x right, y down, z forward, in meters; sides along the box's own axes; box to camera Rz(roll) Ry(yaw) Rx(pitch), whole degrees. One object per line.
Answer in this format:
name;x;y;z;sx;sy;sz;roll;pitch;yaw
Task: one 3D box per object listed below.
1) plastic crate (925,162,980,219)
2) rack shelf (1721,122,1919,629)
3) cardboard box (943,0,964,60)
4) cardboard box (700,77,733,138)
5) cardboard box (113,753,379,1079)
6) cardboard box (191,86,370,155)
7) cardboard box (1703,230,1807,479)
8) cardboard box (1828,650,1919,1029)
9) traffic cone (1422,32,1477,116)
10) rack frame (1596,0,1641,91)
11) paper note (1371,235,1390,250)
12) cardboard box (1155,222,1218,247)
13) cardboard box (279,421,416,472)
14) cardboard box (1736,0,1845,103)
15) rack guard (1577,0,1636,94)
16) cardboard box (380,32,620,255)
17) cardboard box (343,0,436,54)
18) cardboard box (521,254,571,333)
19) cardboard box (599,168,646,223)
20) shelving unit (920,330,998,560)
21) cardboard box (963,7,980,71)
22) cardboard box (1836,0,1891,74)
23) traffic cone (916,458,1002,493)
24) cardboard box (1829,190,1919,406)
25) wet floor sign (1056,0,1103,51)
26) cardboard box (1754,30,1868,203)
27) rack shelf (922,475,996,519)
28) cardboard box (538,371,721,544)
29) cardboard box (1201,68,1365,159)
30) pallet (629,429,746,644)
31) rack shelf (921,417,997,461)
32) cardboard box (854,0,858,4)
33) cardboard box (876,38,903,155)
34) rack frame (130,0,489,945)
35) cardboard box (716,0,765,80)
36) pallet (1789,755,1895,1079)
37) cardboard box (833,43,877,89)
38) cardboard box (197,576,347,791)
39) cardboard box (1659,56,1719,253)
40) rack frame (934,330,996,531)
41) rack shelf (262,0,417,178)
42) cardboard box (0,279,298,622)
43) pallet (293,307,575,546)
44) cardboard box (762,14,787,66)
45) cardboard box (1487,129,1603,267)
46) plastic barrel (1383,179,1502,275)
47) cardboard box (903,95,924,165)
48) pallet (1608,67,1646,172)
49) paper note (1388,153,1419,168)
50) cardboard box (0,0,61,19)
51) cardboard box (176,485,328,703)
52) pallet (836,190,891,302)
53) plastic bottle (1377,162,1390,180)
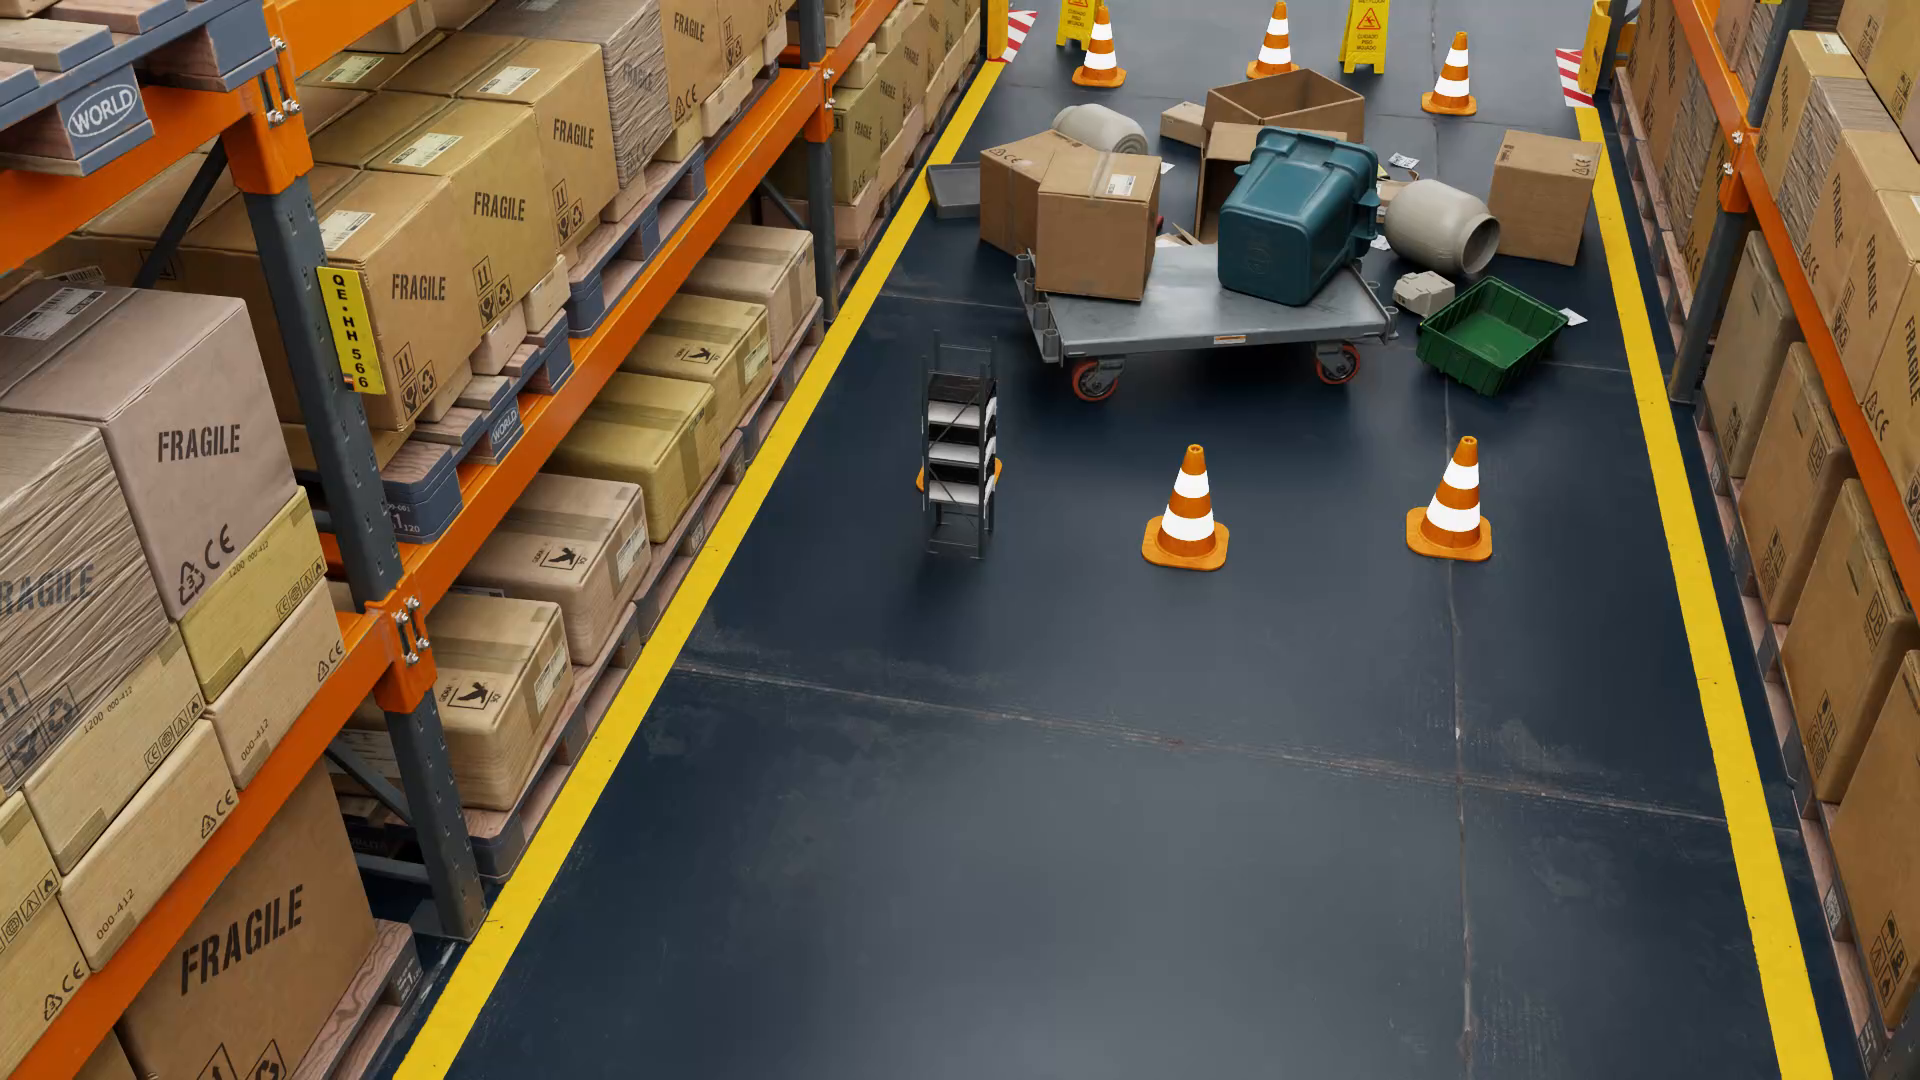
plastic crate;0.031;-1.991;9.429;0.402;0.080;0.583;-5;36;-6
rack shelf;3.325;-0.376;5.325;1.077;0.370;4.000;7;37;10
cardboard box;-0.276;-3.238;10.008;0.500;0.500;0.500;9;37;12
cardboard box;-1.090;-1.667;6.350;0.380;0.149;0.250;8;37;10
cardboard box;-2.189;0.993;4.277;0.875;0.875;0.875;7;37;10
cardboard box;-2.035;-1.007;4.887;0.500;0.500;0.500;7;36;9
cardboard box;3.707;-0.706;6.727;1.050;0.750;0.750;7;37;10
cardboard box;3.115;0.883;4.535;1.050;0.750;0.750;7;36;9
traffic cone;3.105;-2.953;10.430;0.336;0.463;0.334;7;37;10
rack frame;4.606;-4.107;9.860;1.000;3.000;0.127;7;37;10
paper note;2.254;-1.616;8.961;0.172;0.023;0.155;20;41;26
cardboard box;1.165;-1.467;8.548;0.258;0.266;0.396;-17;39;-22
cardboard box;-1.709;-0.314;4.484;0.380;0.149;0.250;5;36;7
cardboard box;3.819;-2.087;6.946;0.875;0.550;0.550;7;37;10
rack guard;4.611;-3.109;10.613;1.175;0.500;0.348;7;37;10
cardboard box;-1.426;-1.248;5.219;0.500;0.500;0.500;8;37;11
cardboard box;-1.886;-1.650;5.221;0.380;0.149;0.250;6;36;8
cardboard box;-1.433;-0.778;5.124;0.380;0.149;0.250;8;37;10
cardboard box;-1.316;-1.235;5.754;0.380;0.149;0.250;8;37;11
shelving unit;-0.002;-0.360;6.479;0.258;0.900;0.210;7;37;10
cardboard box;-0.166;-3.215;10.615;0.500;0.250;0.500;7;37;10
cardboard box;3.651;-1.974;5.980;0.700;0.500;0.500;7;36;9
traffic cone;-0.003;-0.463;6.994;0.336;0.463;0.334;7;37;10
cardboard box;3.051;-0.720;5.102;0.500;0.500;0.500;8;37;11
wet floor sign;0.835;-3.691;11.293;0.267;0.644;0.232;20;41;26
cardboard box;3.377;-1.586;6.298;0.500;0.500;0.500;8;37;10
rack shelf;-0.002;-0.187;6.605;0.258;0.077;0.200;7;37;10
cardboard box;-1.512;-0.370;6.586;0.950;0.372;0.625;8;37;12
cardboard box;1.847;-2.334;9.542;0.797;0.503;0.637;-17;39;-22
pallet;-1.529;-0.099;6.707;1.003;0.211;1.213;7;37;10
rack shelf;-0.002;-0.406;6.446;0.258;0.077;0.200;7;37;10
cardboard box;-0.695;-2.722;8.164;0.380;0.149;0.250;7;37;10
cardboard box;-0.613;-2.349;8.782;0.500;0.500;0.500;9;37;12
rack frame;-1.960;-0.083;4.308;1.000;3.000;0.127;7;37;10
cardboard box;-1.085;-2.129;6.435;0.500;0.500;0.500;8;37;10
pallet;3.139;1.166;4.961;1.003;0.211;1.213;7;37;10
cardboard box;-0.631;-2.368;8.254;0.380;0.149;0.250;8;37;11
cardboard box;-1.814;0.300;3.908;0.500;0.250;0.500;6;36;8
cardboard box;4.143;-1.992;8.396;0.875;0.875;0.875;8;37;10
rack frame;0.020;-0.418;6.560;0.240;0.900;0.006;7;37;10
rack shelf;-1.533;-2.153;5.221;1.077;0.370;4.000;7;37;10
cardboard box;-1.815;-0.199;3.531;0.500;0.500;0.500;6;36;9
pallet;-1.912;-0.427;4.947;1.213;0.211;1.003;7;37;10
cardboard box;-0.946;-2.115;6.968;0.380;0.149;0.250;8;37;11
cardboard box;3.081;-1.821;8.835;0.500;0.500;0.500;14;38;18
plastic barrel;2.495;-1.613;8.615;0.421;0.421;0.512;-24;42;-30
cardboard box;-0.502;-2.349;9.421;0.500;0.250;0.500;7;36;9
pallet;4.512;-2.510;10.033;1.003;0.211;1.213;7;37;10
paper note;2.621;-2.242;9.818;0.144;0.017;0.142;20;41;26
cardboard box;-1.893;-1.274;2.950;0.797;0.503;0.637;5;36;7
cardboard box;-1.815;0.085;3.779;0.500;0.250;0.500;7;37;10
pallet;-0.997;-1.637;8.828;1.003;0.211;1.213;7;37;10
plastic bottle;2.396;-2.099;9.594;0.133;0.061;0.283;-5;36;-6
